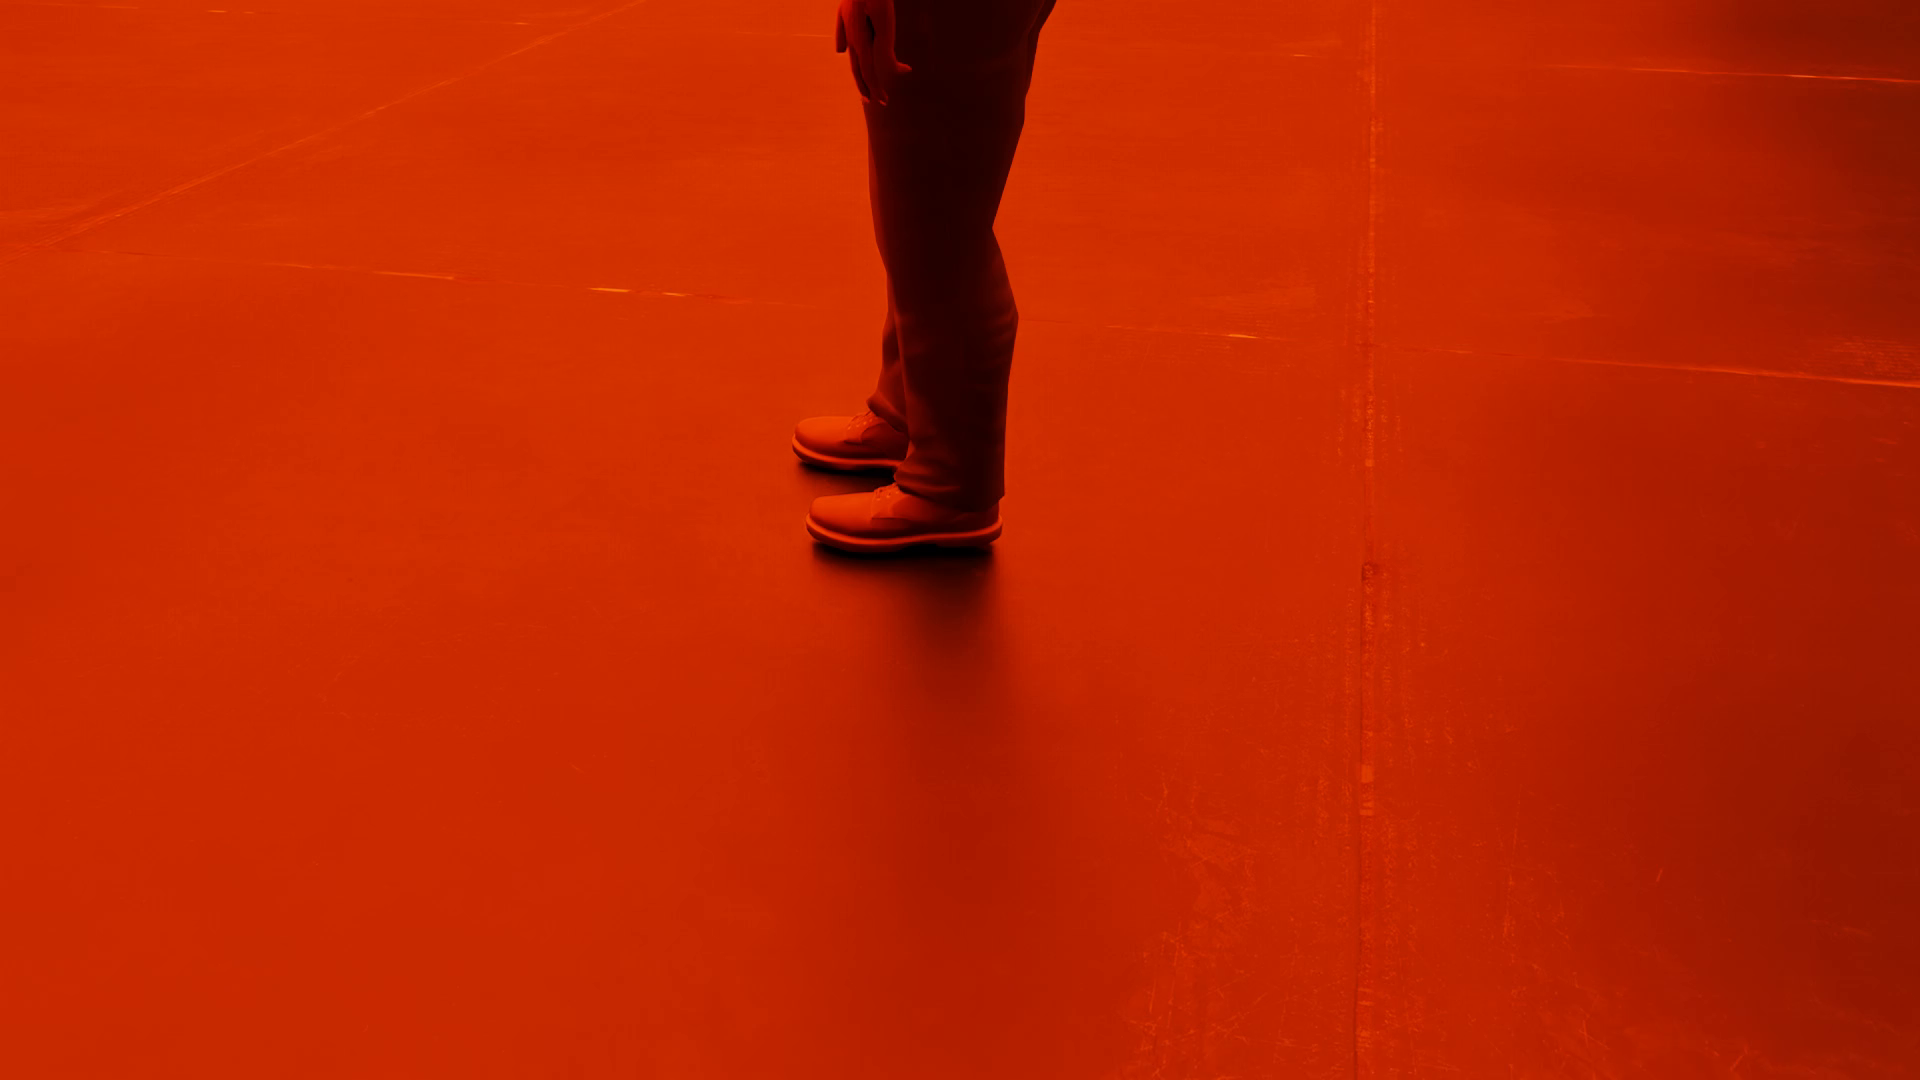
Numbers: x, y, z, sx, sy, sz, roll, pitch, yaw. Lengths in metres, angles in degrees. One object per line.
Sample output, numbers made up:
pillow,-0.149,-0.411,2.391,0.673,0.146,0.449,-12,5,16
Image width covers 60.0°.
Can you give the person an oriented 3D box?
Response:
person,-0.081,-0.758,2.161,0.503,1.644,0.569,6,27,11
